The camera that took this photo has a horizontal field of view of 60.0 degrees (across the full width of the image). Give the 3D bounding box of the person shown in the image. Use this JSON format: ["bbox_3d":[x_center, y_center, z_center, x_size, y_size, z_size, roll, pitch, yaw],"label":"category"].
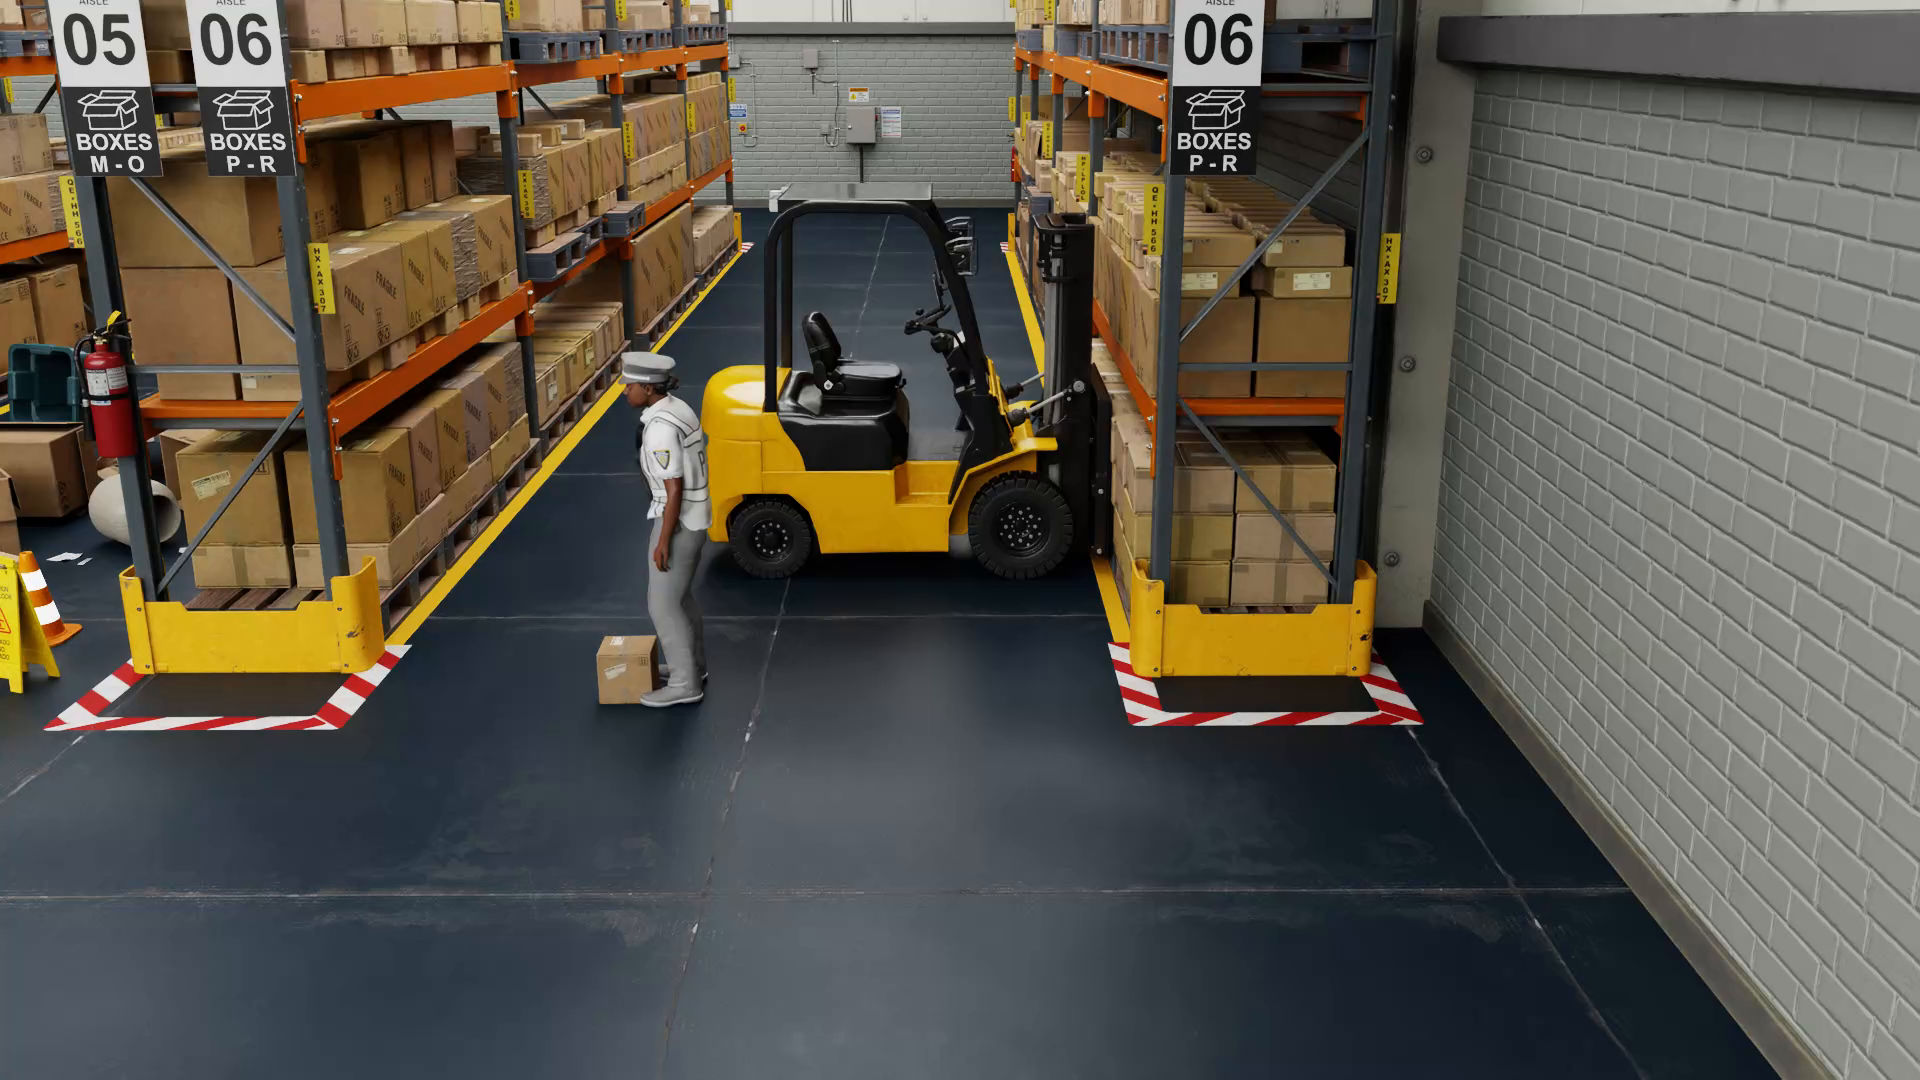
[{"bbox_3d":[-1.345,-0.059,7.732,0.396,1.662,0.532,-1,17,-4],"label":"person"}]
